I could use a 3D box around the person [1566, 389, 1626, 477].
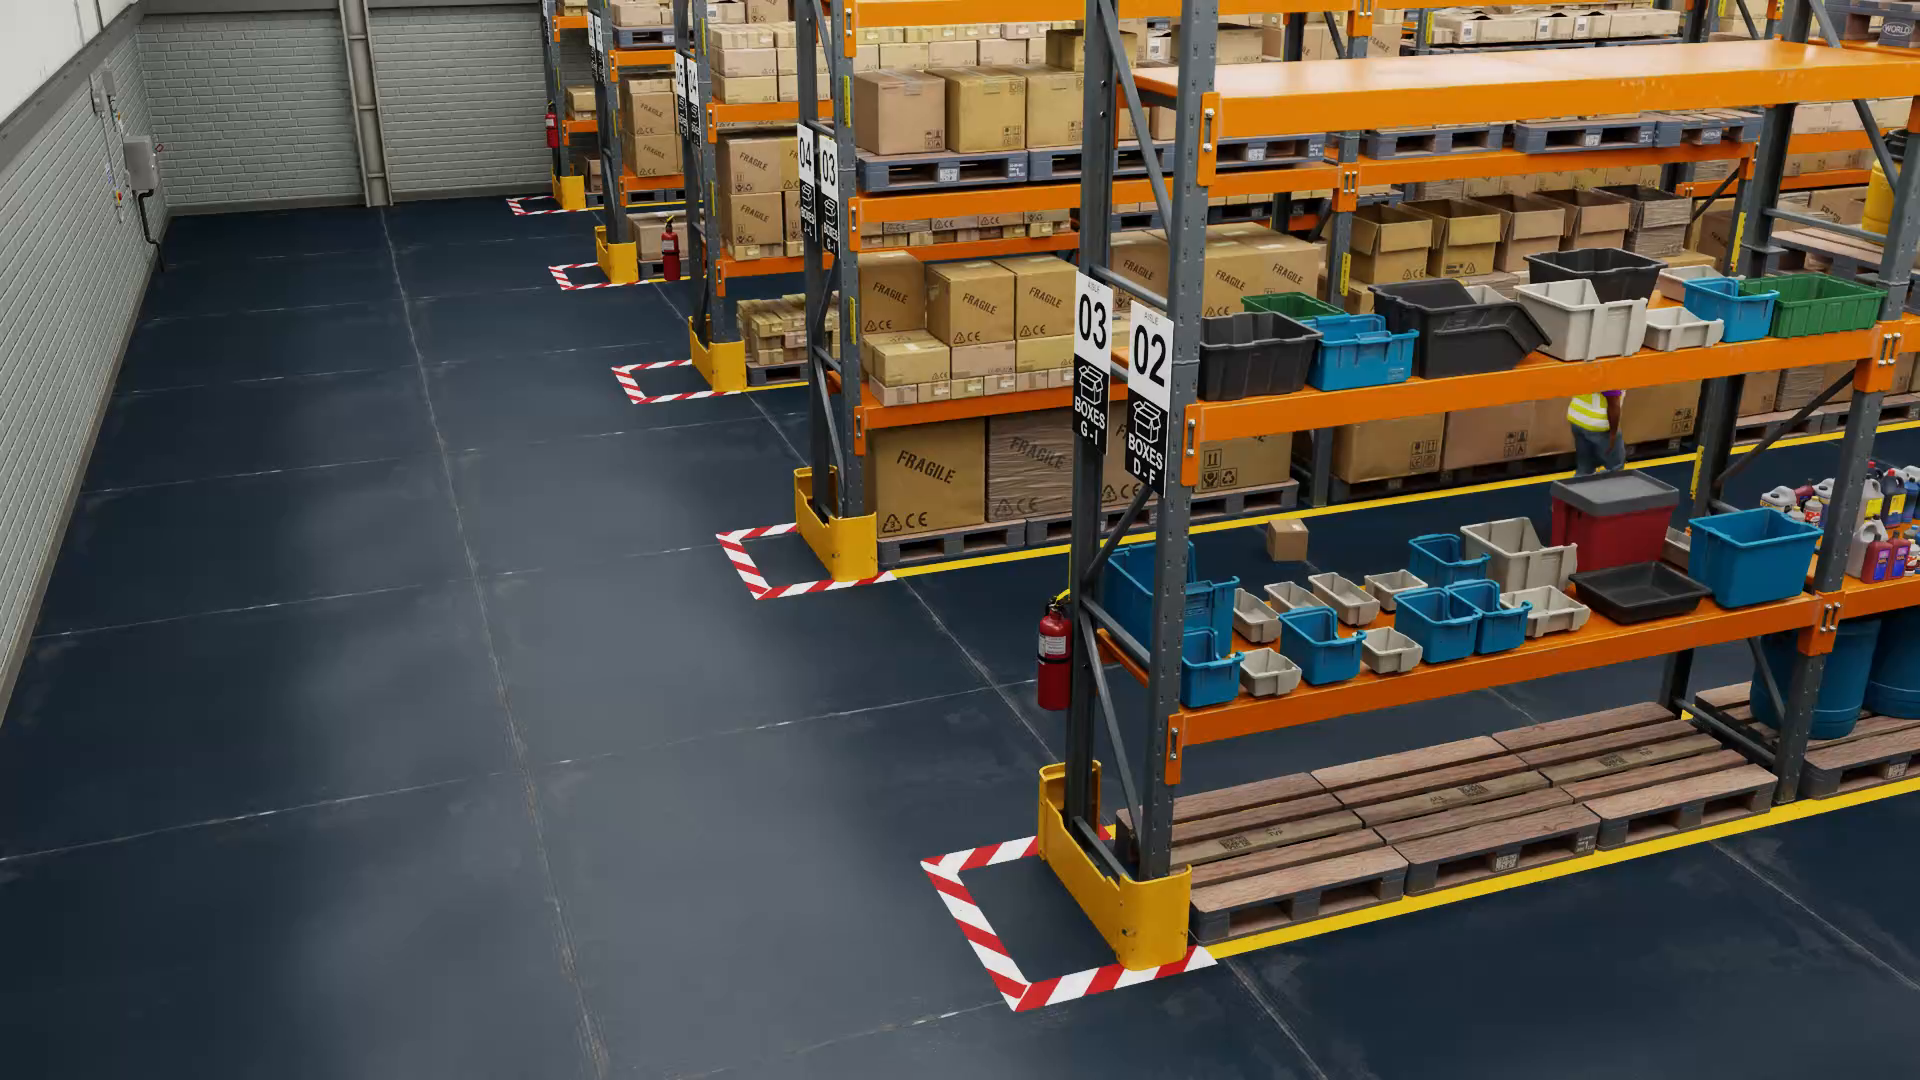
[{"bbox_3d":[4.936,-0.900,12.943,0.520,1.760,0.596,-8,24,-20],"label":"person"}]
